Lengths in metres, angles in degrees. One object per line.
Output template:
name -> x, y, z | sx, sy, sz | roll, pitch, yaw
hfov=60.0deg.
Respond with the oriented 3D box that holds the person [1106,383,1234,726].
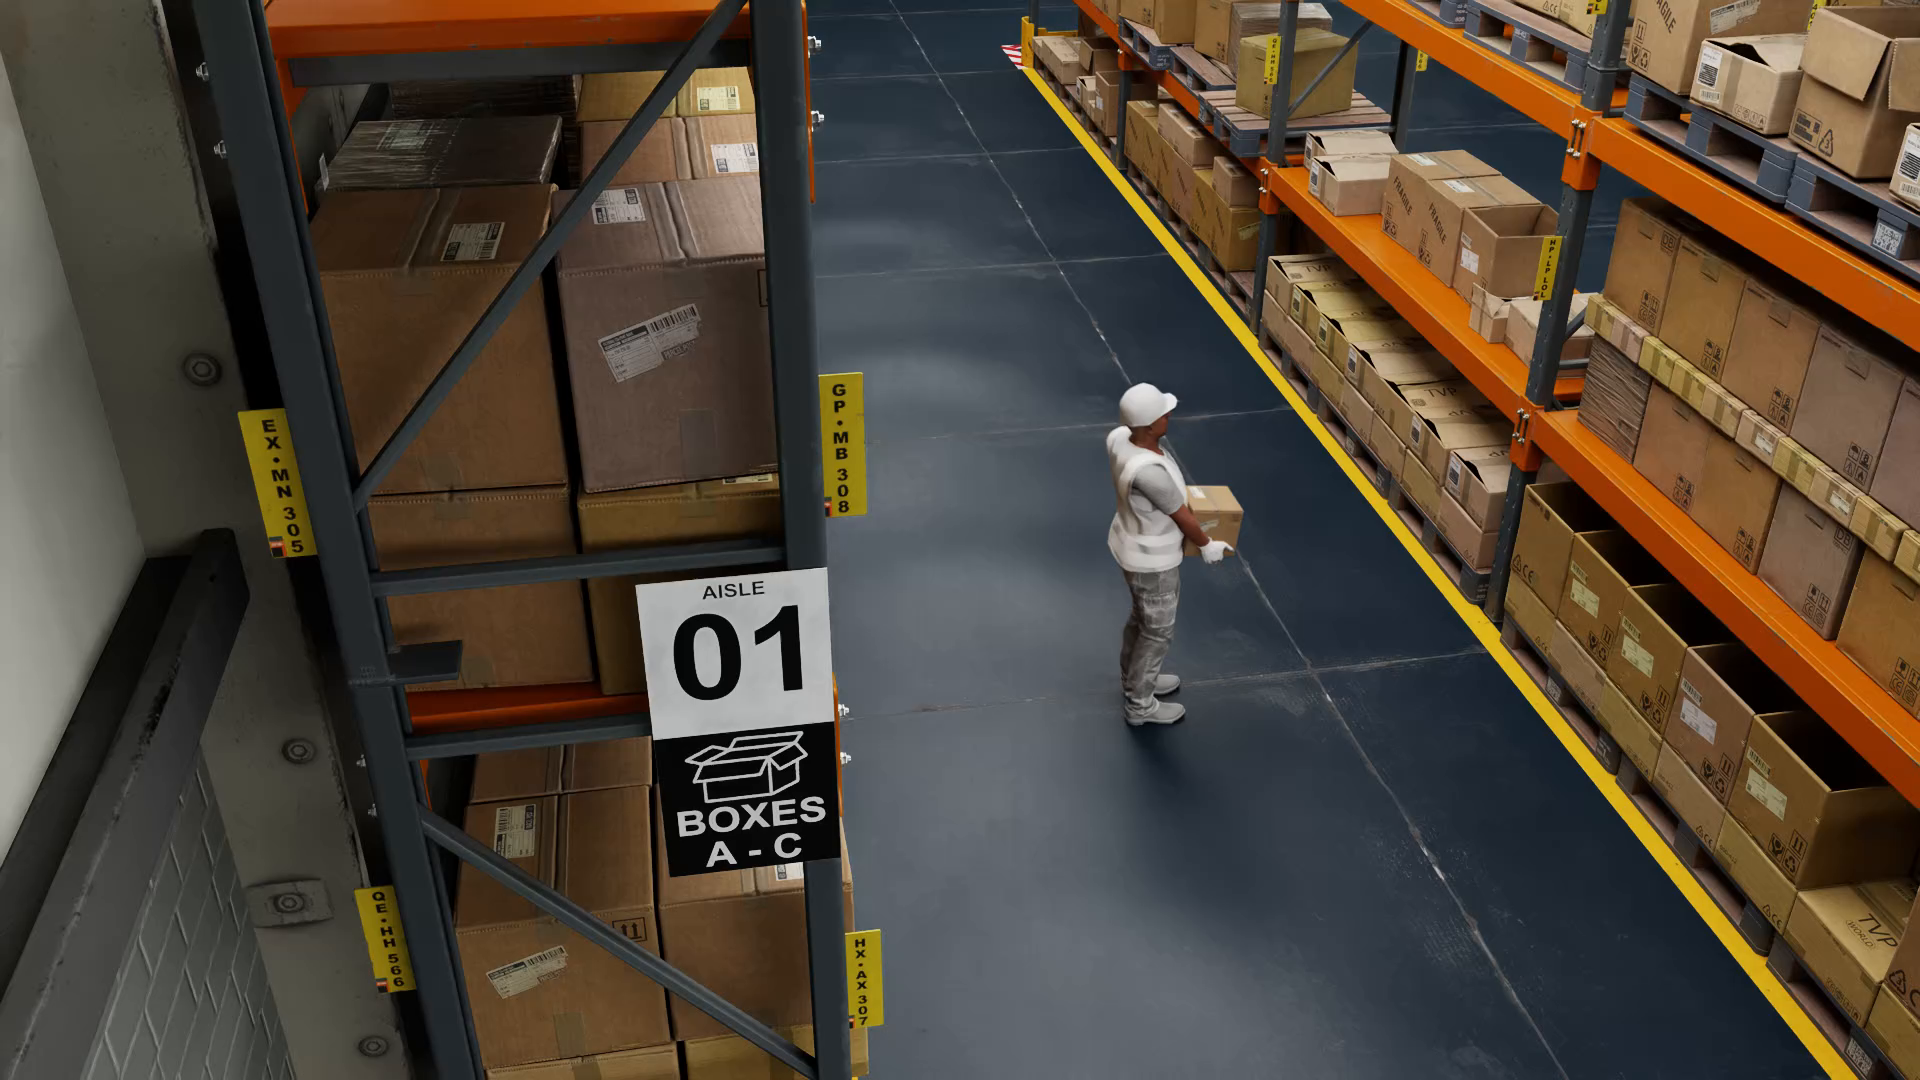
person -> 0.996, 0.053, 8.034 | 0.575, 1.778, 0.487 | -5, 31, -8
